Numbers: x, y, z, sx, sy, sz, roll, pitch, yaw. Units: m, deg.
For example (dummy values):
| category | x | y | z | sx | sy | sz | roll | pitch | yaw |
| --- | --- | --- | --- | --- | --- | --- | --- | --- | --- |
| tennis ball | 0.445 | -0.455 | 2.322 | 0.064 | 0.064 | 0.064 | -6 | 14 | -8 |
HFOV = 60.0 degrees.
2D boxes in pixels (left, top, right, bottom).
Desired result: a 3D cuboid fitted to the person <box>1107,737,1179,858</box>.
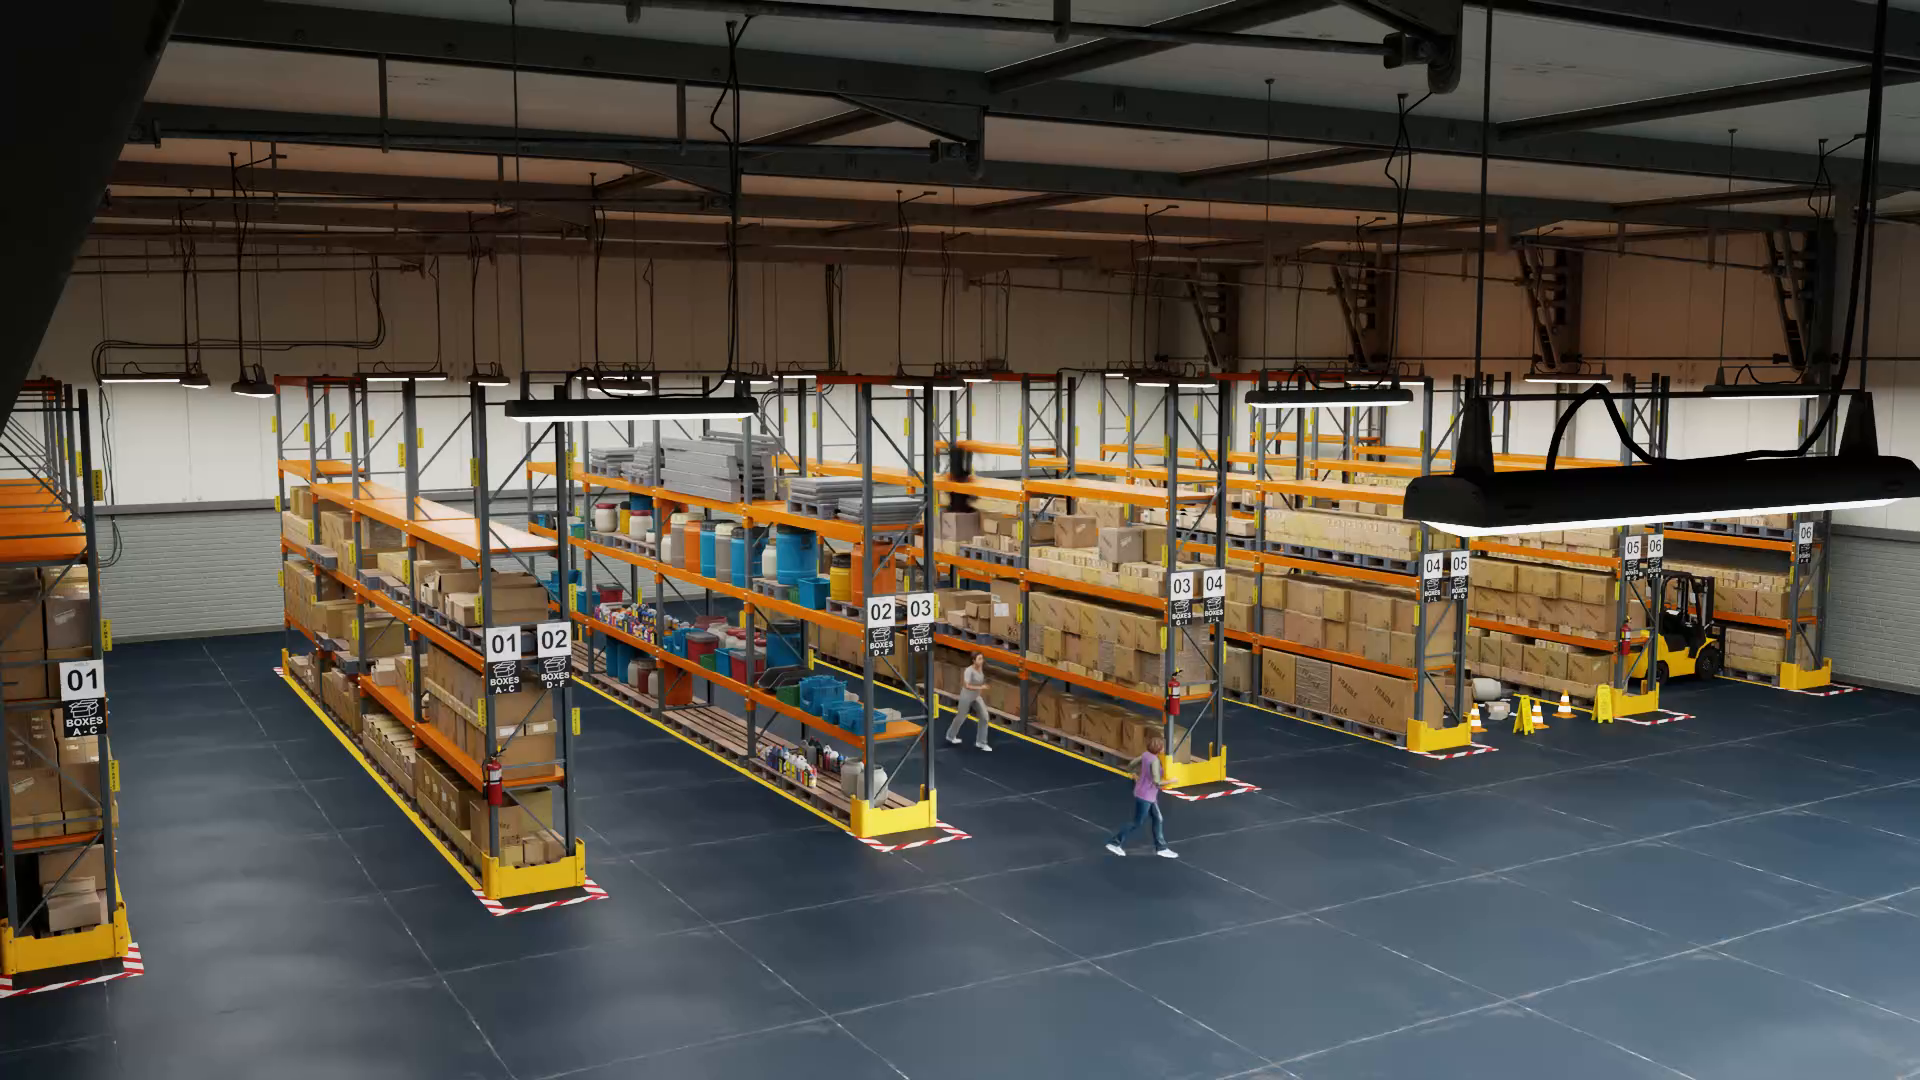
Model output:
| category | x | y | z | sx | sy | sz | roll | pitch | yaw |
| --- | --- | --- | --- | --- | --- | --- | --- | --- | --- |
| person | 2.303 | 3.250 | 20.904 | 0.924 | 1.571 | 0.546 | 0 | 6 | -3 |

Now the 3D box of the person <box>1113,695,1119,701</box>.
| category | x | y | z | sx | sy | sz | roll | pitch | yaw |
| --- | --- | --- | --- | --- | --- | --- | --- | --- | --- |
| person | 2.940 | 2.135 | 30.907 | 0.774 | 1.695 | 0.541 | -1 | 6 | -10 |

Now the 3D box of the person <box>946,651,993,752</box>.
| category | x | y | z | sx | sy | sz | roll | pitch | yaw |
| --- | --- | --- | --- | --- | --- | --- | --- | --- | --- |
| person | 0.159 | 2.579 | 26.912 | 0.955 | 1.643 | 0.567 | 6 | 9 | 43 |
